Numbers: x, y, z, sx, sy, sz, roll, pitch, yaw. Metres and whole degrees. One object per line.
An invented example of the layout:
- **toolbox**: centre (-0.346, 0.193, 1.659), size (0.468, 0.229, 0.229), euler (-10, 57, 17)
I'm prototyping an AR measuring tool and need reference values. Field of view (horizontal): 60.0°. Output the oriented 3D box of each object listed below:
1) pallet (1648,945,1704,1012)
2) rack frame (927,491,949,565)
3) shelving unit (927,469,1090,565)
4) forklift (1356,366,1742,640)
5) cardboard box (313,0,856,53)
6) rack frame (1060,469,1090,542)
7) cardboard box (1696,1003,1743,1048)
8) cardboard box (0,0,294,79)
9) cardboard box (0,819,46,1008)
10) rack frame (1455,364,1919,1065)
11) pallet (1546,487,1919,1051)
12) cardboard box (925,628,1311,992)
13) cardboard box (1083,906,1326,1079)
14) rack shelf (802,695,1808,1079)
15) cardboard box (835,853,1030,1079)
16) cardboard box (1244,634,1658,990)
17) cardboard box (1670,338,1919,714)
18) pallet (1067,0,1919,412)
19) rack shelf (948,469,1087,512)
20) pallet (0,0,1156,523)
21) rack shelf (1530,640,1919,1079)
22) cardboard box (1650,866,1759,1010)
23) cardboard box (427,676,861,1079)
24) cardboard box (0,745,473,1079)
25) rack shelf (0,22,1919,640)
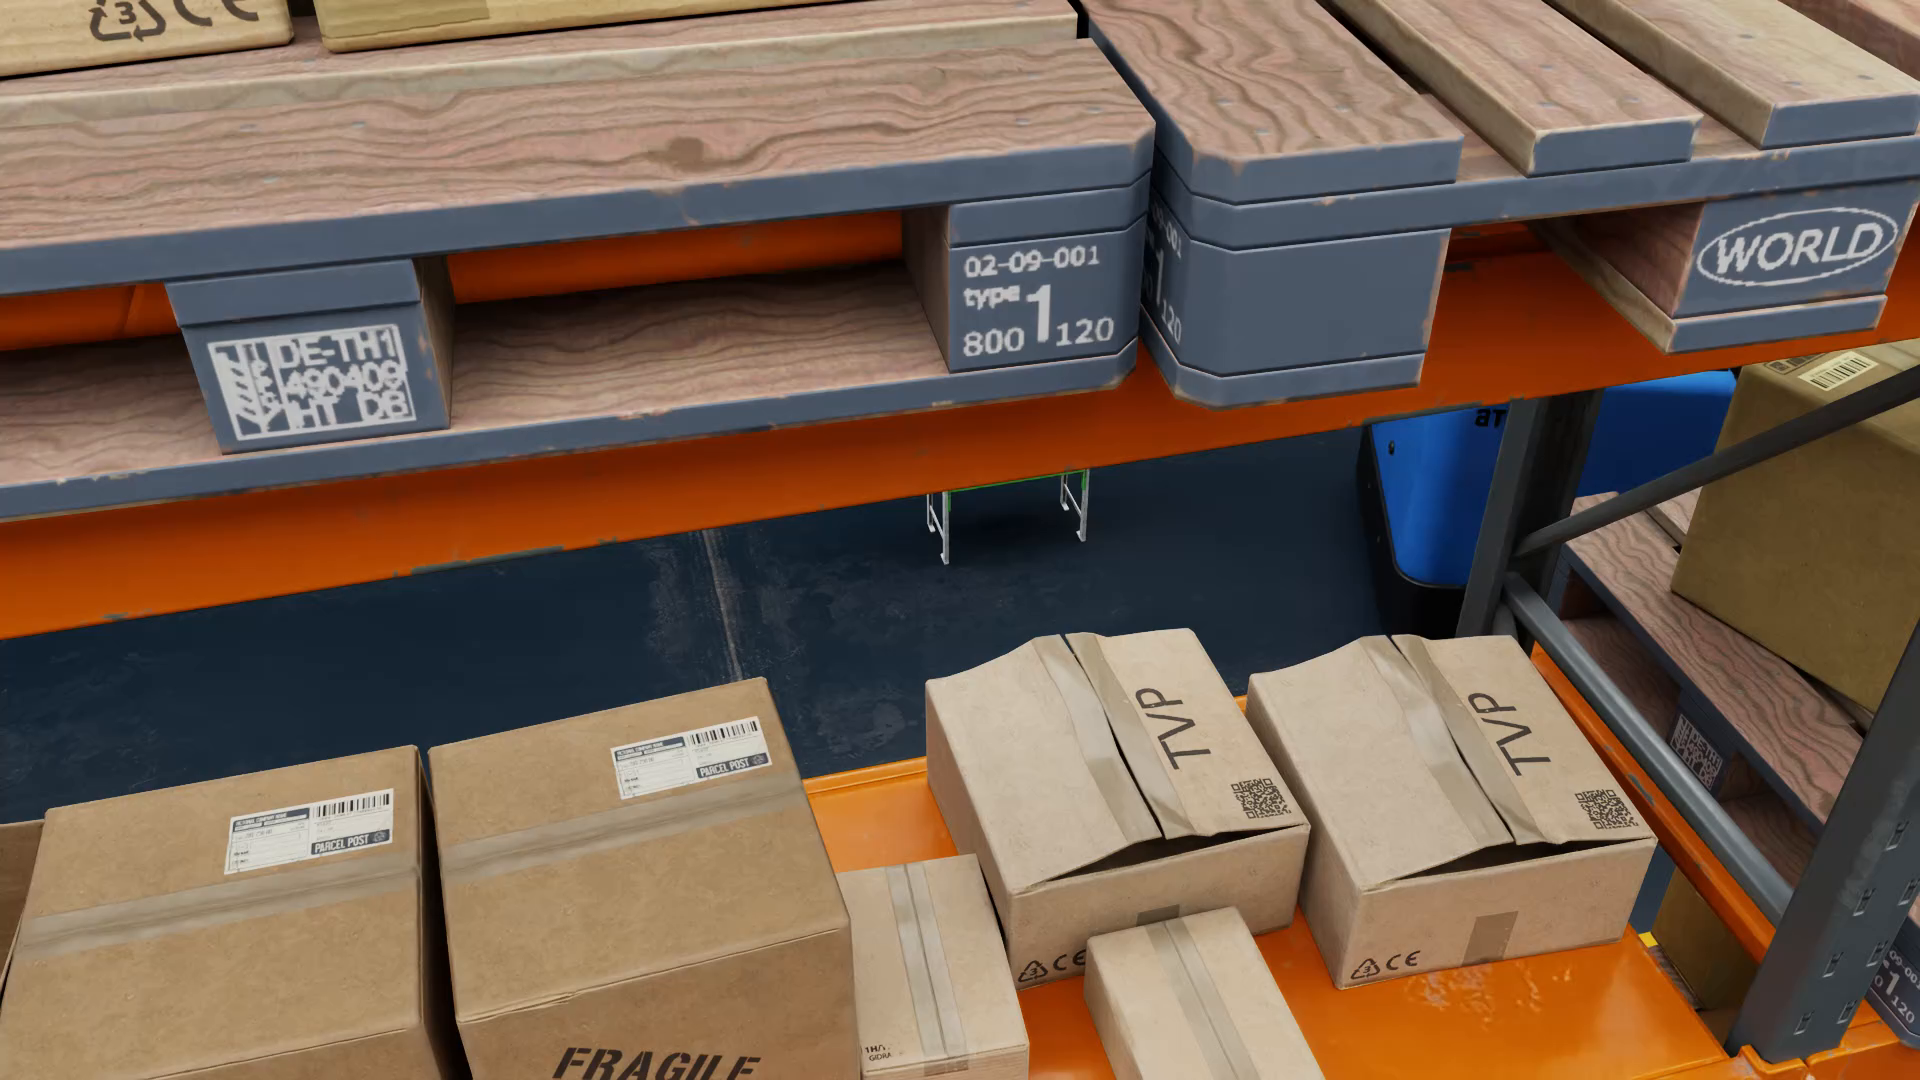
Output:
- **pallet**: centre (1.891, 1.367, 3.789), size (1.213, 0.211, 1.003), euler (-9, 38, -12)
- **rack frame**: centre (-0.076, -0.464, 5.369), size (0.015, 1.200, 0.240), euler (-9, 38, -12)
- **shelving unit**: centre (0.160, -0.503, 5.420), size (0.503, 1.200, 0.258), euler (-9, 38, -12)
- **forklift**: centre (2.886, -1.012, 4.661), size (3.031, 2.935, 1.130), euler (3, 38, 4)
- **cardboard box**: centre (-0.319, -0.660, 1.453), size (0.500, 0.250, 0.500), euler (-10, 39, -13)
- **rack frame**: centre (0.395, -0.541, 5.470), size (0.015, 1.200, 0.240), euler (-9, 38, -12)
- **cardboard box**: centre (1.675, 1.270, 3.317), size (0.500, 0.500, 0.500), euler (-8, 38, -10)
- **cardboard box**: centre (-0.839, -0.576, 1.343), size (0.500, 0.250, 0.500), euler (-12, 39, -16)
- **cardboard box**: centre (-1.447, 0.754, 2.213), size (0.500, 0.500, 0.500), euler (-7, 38, -9)
- **rack frame**: centre (1.161, 0.356, 2.816), size (0.127, 3.000, 1.000), euler (-9, 38, -12)
- **pallet**: centre (1.797, 0.284, 3.068), size (1.003, 0.211, 1.213), euler (-9, 38, -12)
- **cardboard box**: centre (0.247, 0.419, 2.806), size (0.500, 0.311, 0.500), euler (-10, 38, -12)
- **cardboard box**: centre (0.364, 0.760, 2.494), size (0.250, 0.149, 0.380), euler (-9, 38, -12)
- **rack shelf**: centre (-0.770, 0.958, 2.620), size (4.000, 0.370, 1.077), euler (-9, 38, -12)
- **cardboard box**: centre (-0.056, 0.691, 2.585), size (0.250, 0.149, 0.380), euler (-7, 38, -9)
- **cardboard box**: centre (0.798, 0.423, 2.801), size (0.500, 0.311, 0.500), euler (-7, 38, -9)
- **cardboard box**: centre (1.739, -0.016, 2.875), size (0.500, 0.500, 0.700), euler (-23, 43, -27)
- **pallet**: centre (0.529, -0.601, 1.753), size (1.003, 0.211, 1.213), euler (-8, 38, -10)
- **rack shelf**: centre (0.160, -0.261, 5.604), size (0.480, 0.148, 0.258), euler (-9, 38, -12)
- **pallet**: centre (-0.550, -0.422, 1.519), size (1.213, 0.211, 1.003), euler (-8, 38, -10)
- **rack shelf**: centre (3.091, 0.325, 3.449), size (4.000, 0.370, 1.077), euler (-9, 38, -12)
- **cardboard box**: centre (2.002, 0.888, 3.815), size (0.500, 0.500, 0.500), euler (-8, 38, -10)
- **cardboard box**: centre (-0.455, 0.592, 2.426), size (0.500, 0.500, 0.500), euler (-11, 39, -14)
- **cardboard box**: centre (-0.963, 0.675, 2.317), size (0.500, 0.500, 0.500), euler (-9, 38, -12)
- **rack shelf**: centre (-0.770, -0.233, 1.709), size (4.000, 0.370, 1.077), euler (-9, 38, -12)
